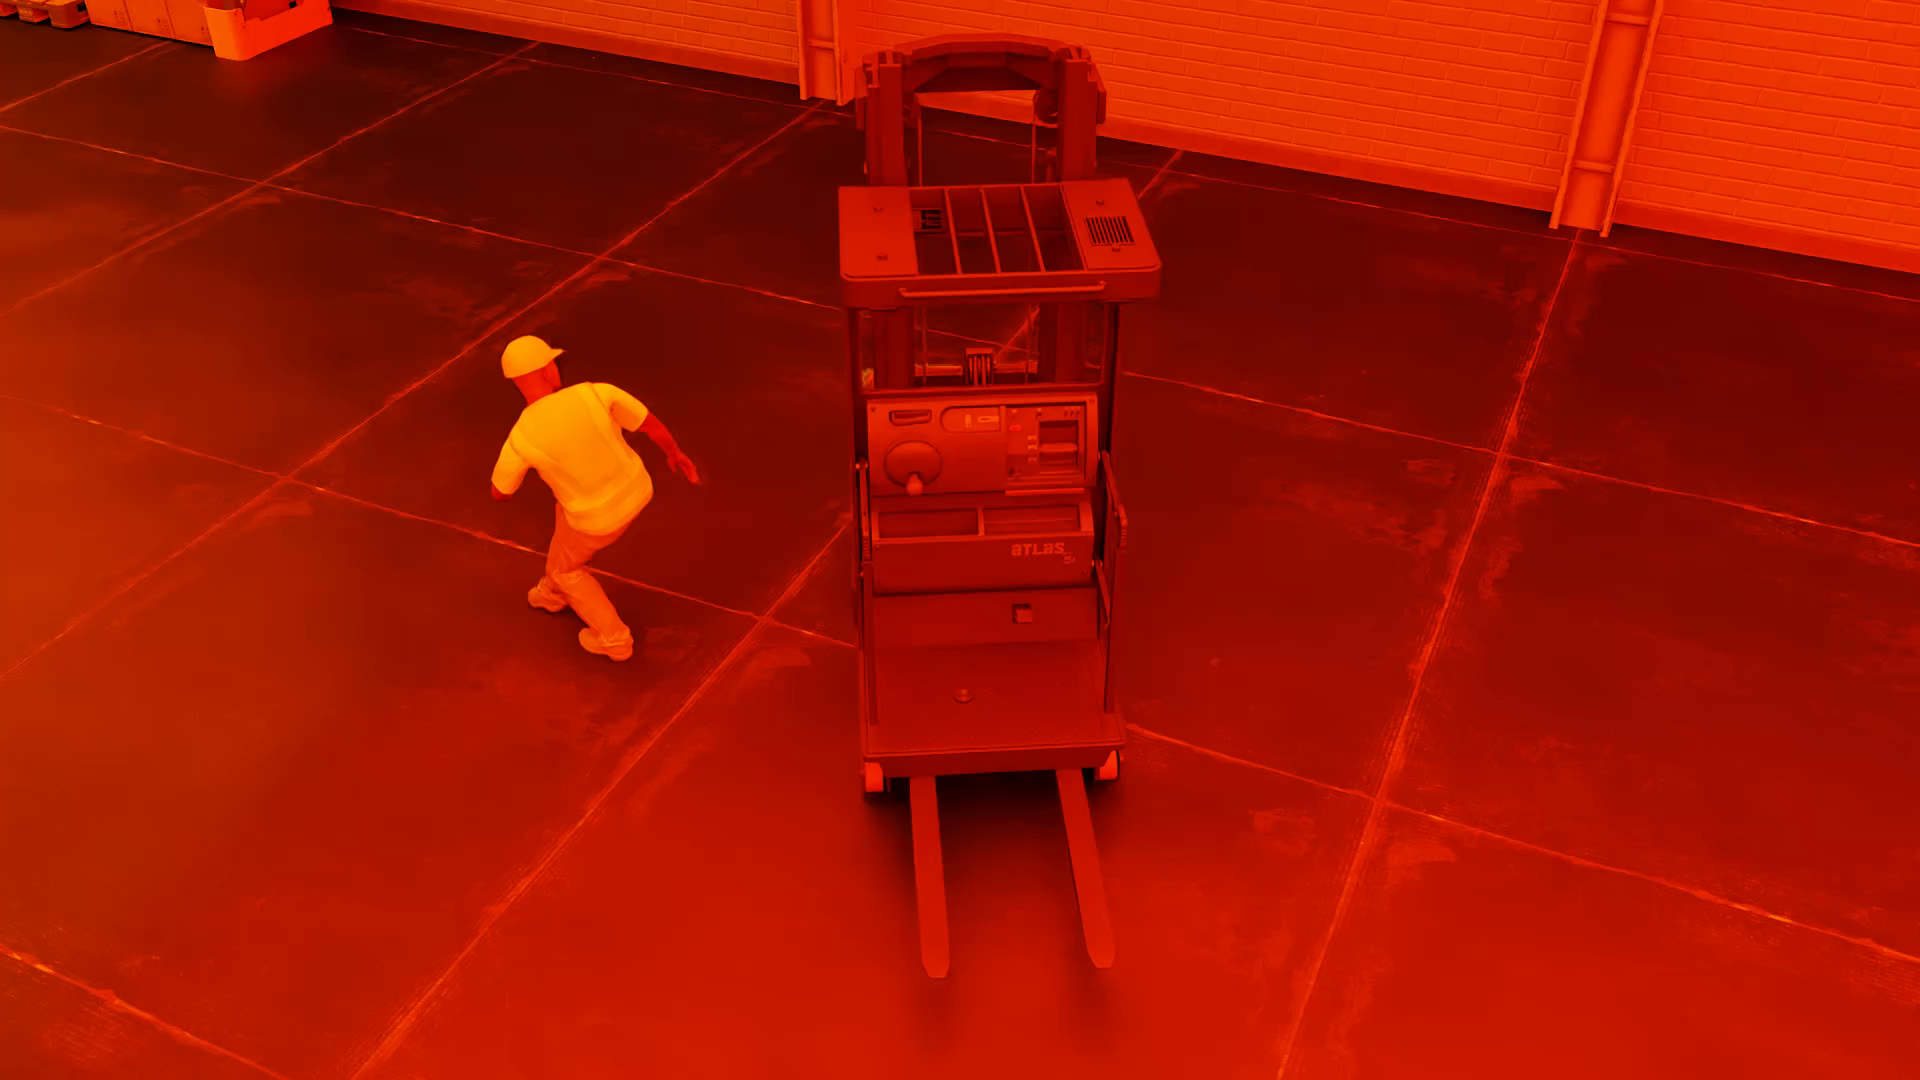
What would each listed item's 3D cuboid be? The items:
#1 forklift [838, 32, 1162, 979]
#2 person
[{"bbox_3d":[0.111,-0.320,6.535,1.130,2.935,3.031,-2,36,-3],"label":"forklift"},{"bbox_3d":[-1.750,-0.260,7.631,0.822,1.584,0.806,26,43,31],"label":"person"}]
